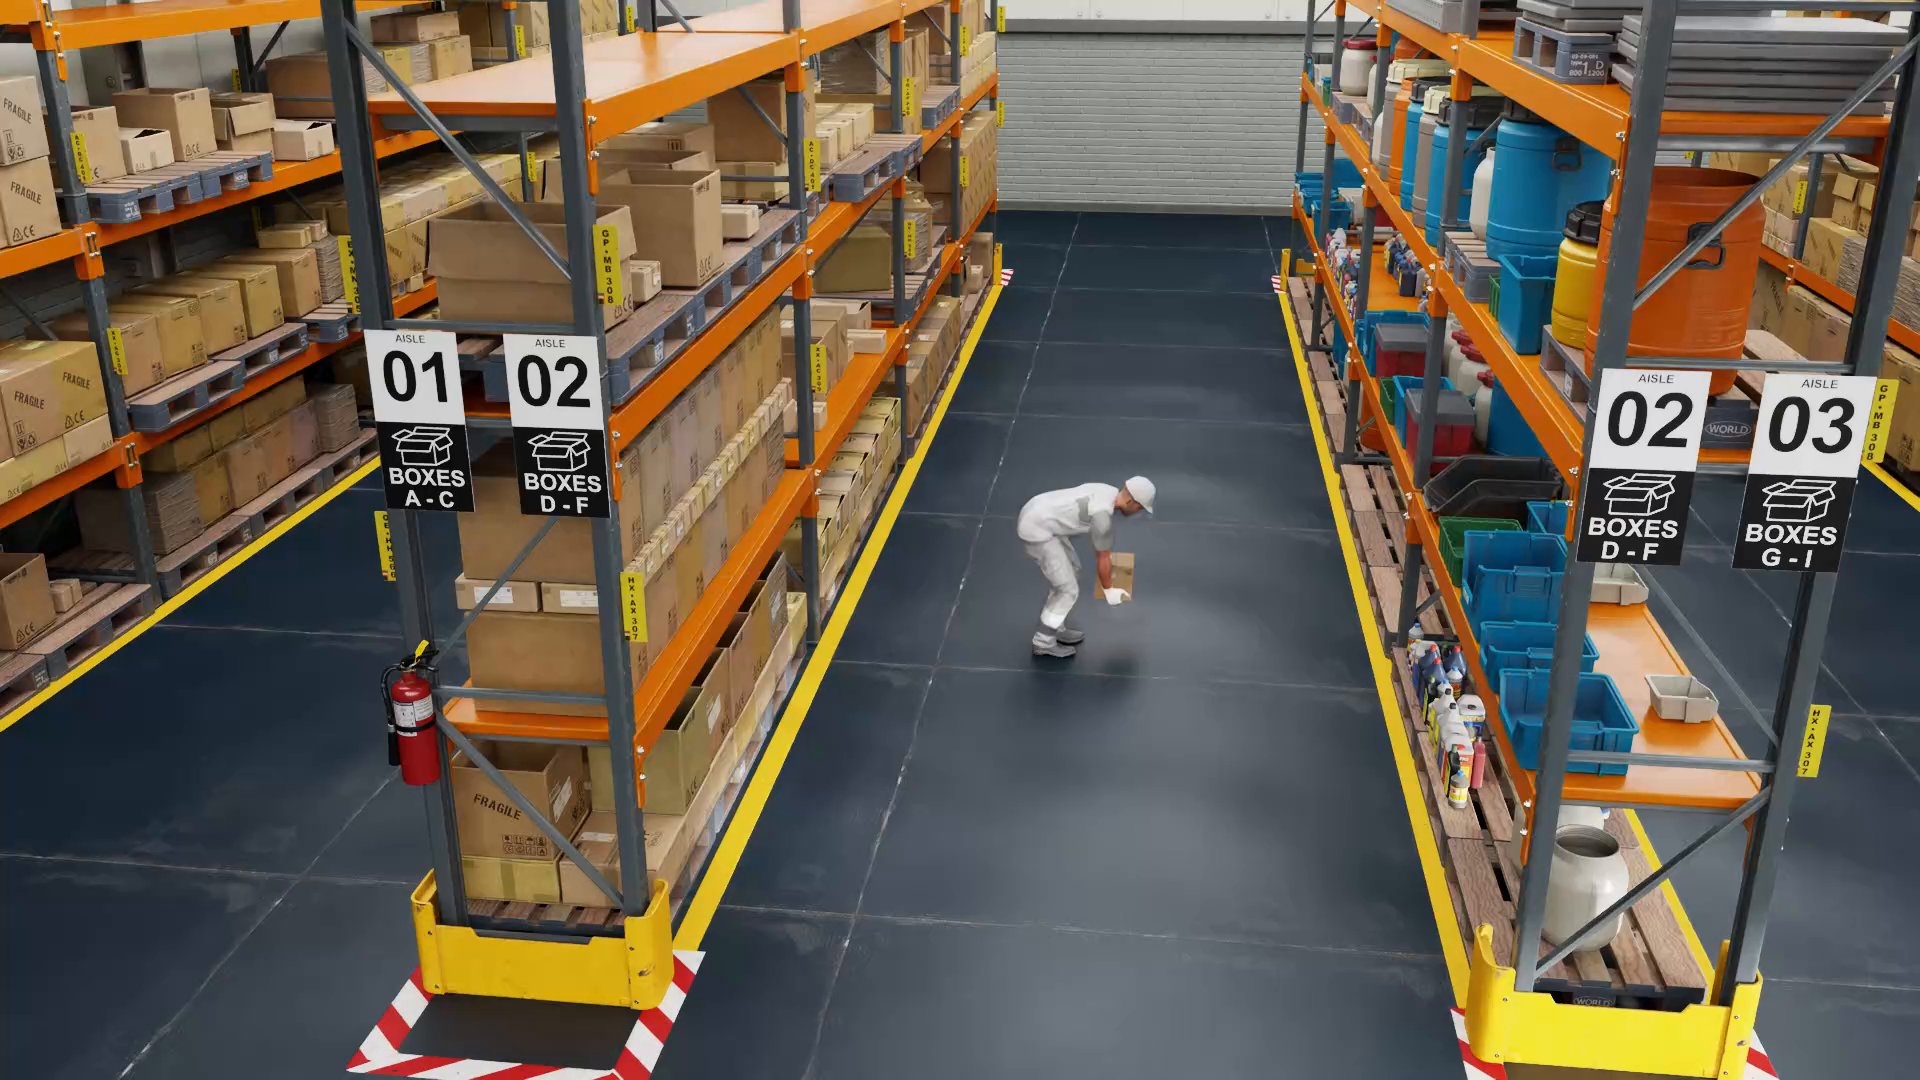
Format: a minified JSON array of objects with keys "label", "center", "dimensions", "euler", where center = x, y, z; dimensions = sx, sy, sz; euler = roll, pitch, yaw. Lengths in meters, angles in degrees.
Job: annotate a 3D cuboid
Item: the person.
[{"label":"person","center":[0.849,0.160,11.366],"dimensions":[0.927,1.258,0.501],"euler":[2,21,4]}]
